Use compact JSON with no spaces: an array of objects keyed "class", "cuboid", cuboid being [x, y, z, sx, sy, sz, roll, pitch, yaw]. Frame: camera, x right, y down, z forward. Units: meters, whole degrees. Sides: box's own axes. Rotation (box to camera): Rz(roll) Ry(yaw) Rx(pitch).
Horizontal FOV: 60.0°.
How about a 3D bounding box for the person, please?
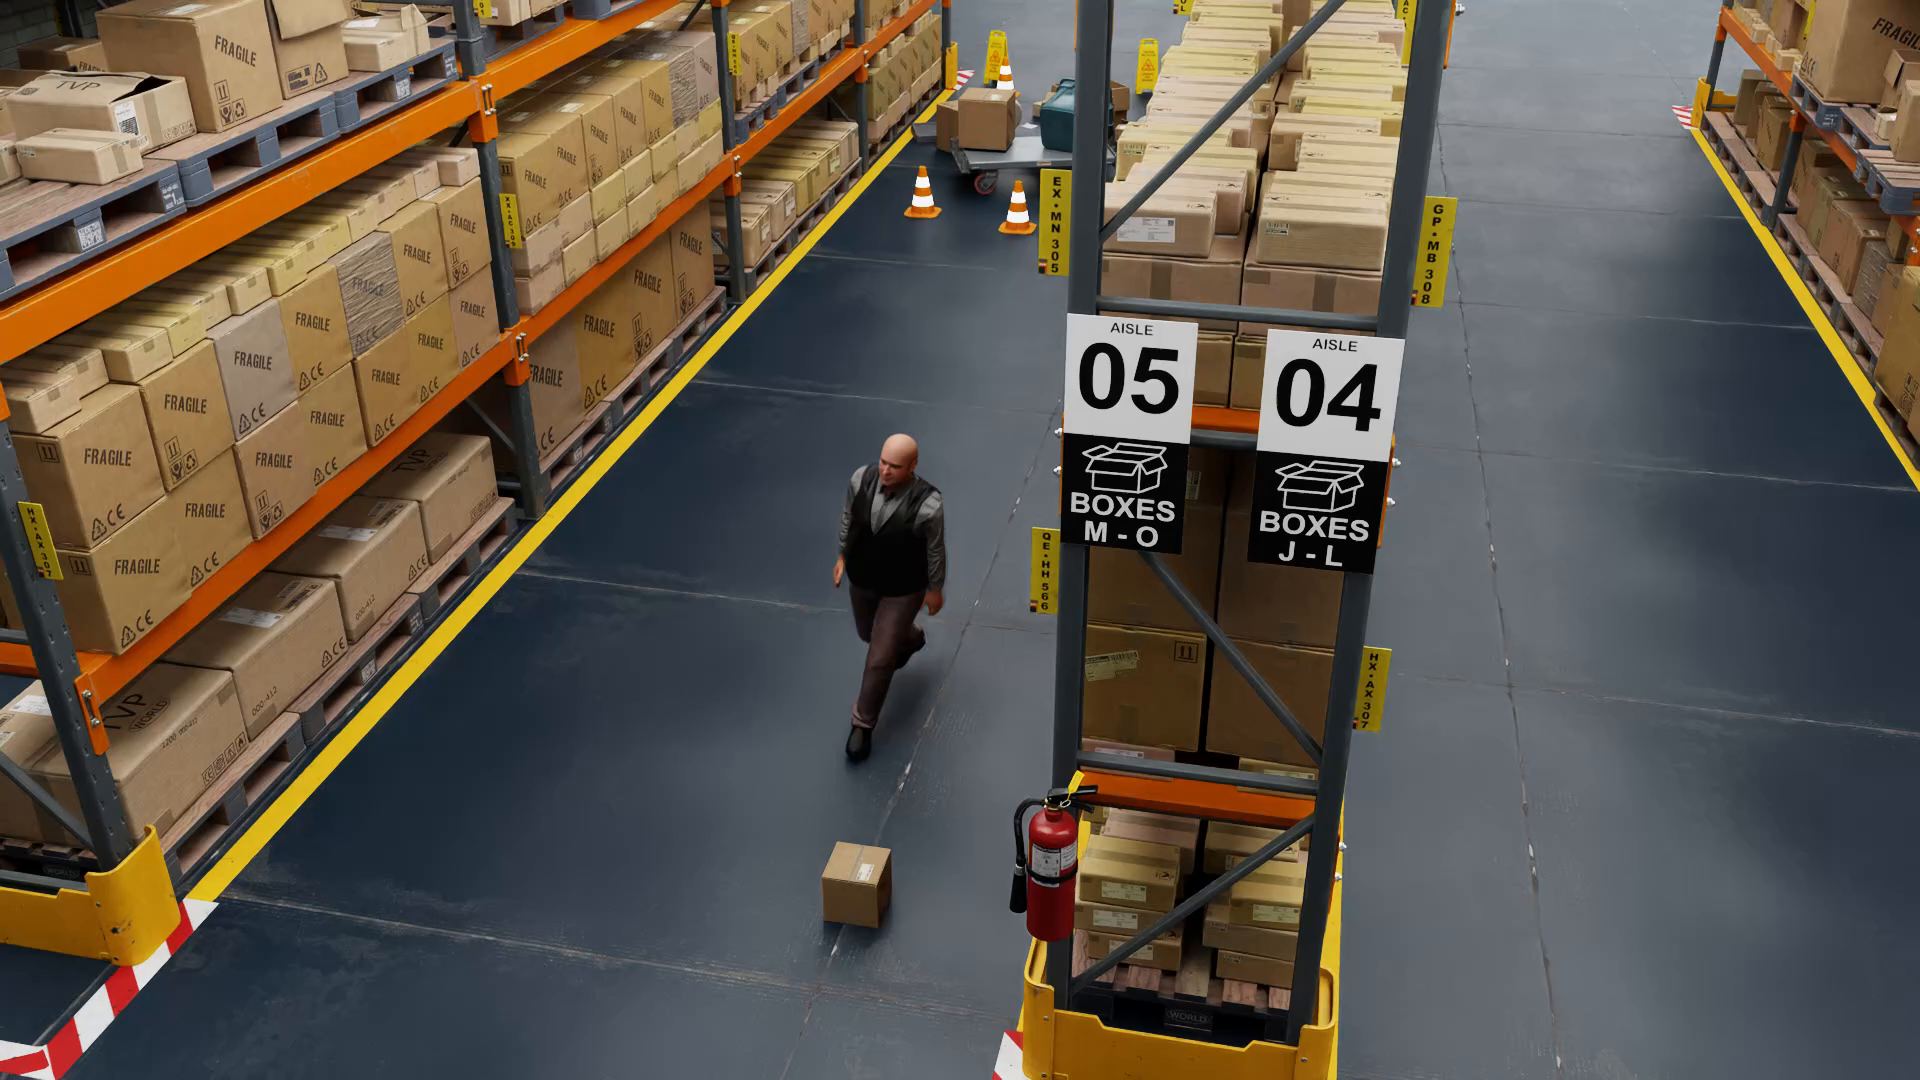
[{"class":"person","cuboid":[-0.342,0.183,8.342,0.622,1.684,0.956,13,31,22]}]
